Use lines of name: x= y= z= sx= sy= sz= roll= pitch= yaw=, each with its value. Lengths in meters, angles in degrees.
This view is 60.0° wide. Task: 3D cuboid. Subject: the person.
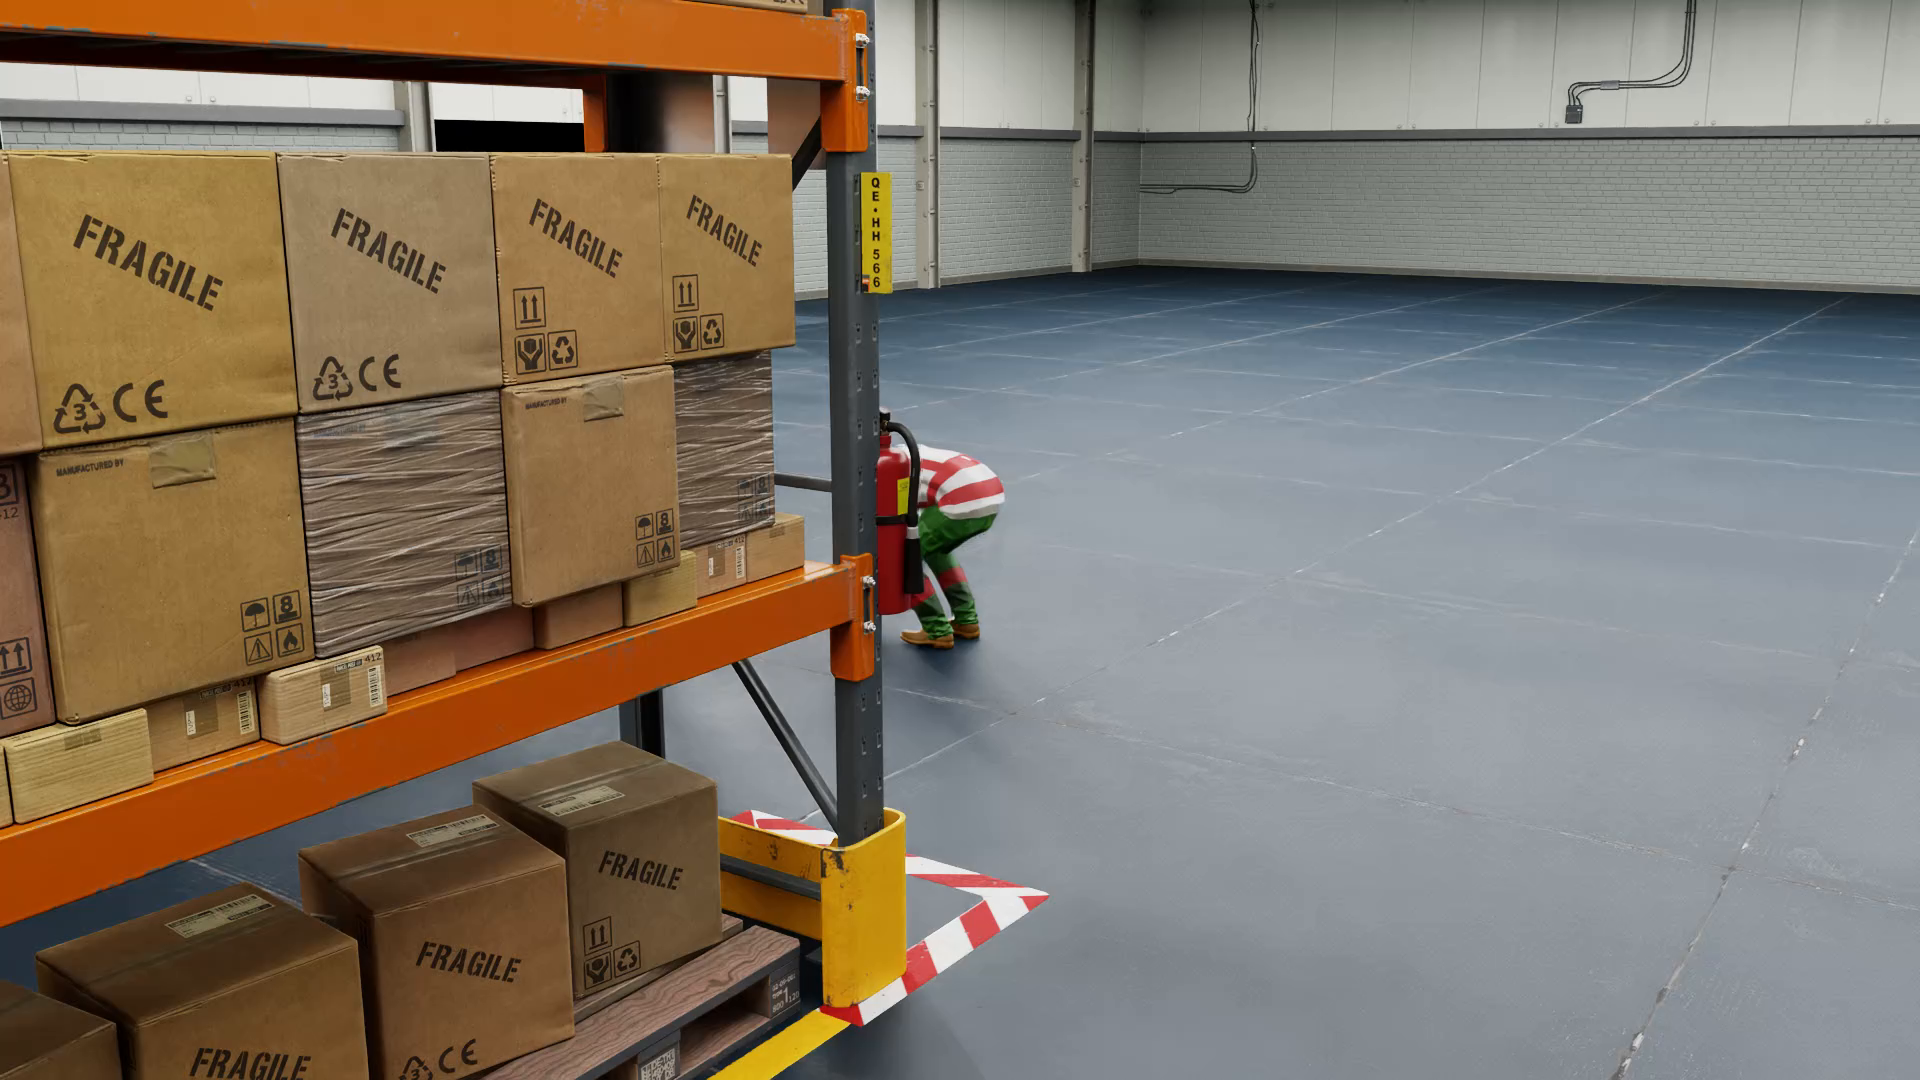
person: x=-0.237 y=0.005 z=8.648 sx=0.958 sy=1.013 sz=0.534 roll=8 pitch=15 yaw=30
